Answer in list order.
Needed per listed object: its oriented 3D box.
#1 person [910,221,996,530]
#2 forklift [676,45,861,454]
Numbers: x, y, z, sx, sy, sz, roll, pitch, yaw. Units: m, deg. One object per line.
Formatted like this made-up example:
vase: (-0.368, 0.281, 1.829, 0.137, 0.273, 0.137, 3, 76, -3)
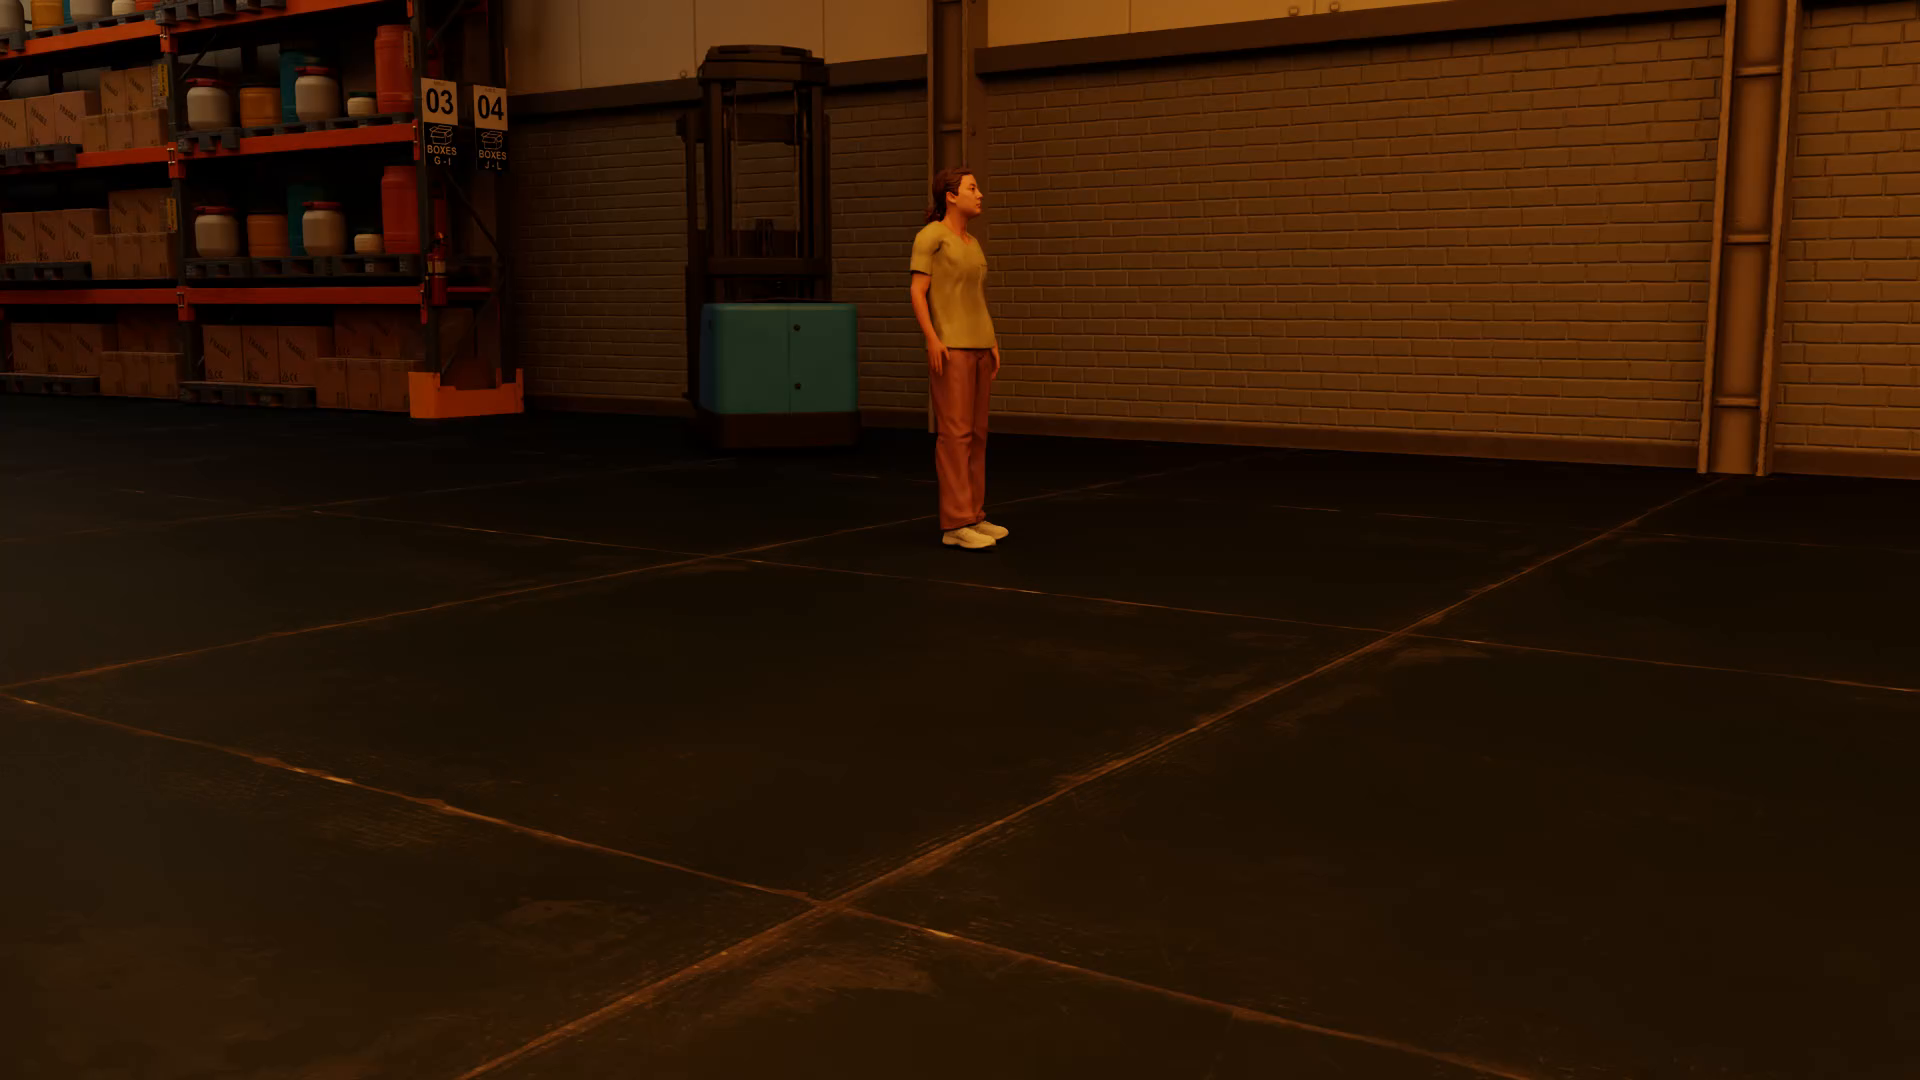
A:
person: (0.020, -0.744, 7.475, 0.396, 1.363, 0.519, 5, 10, 34)
forklift: (-1.594, -2.239, 12.939, 1.130, 2.935, 3.031, -2, 8, -15)
